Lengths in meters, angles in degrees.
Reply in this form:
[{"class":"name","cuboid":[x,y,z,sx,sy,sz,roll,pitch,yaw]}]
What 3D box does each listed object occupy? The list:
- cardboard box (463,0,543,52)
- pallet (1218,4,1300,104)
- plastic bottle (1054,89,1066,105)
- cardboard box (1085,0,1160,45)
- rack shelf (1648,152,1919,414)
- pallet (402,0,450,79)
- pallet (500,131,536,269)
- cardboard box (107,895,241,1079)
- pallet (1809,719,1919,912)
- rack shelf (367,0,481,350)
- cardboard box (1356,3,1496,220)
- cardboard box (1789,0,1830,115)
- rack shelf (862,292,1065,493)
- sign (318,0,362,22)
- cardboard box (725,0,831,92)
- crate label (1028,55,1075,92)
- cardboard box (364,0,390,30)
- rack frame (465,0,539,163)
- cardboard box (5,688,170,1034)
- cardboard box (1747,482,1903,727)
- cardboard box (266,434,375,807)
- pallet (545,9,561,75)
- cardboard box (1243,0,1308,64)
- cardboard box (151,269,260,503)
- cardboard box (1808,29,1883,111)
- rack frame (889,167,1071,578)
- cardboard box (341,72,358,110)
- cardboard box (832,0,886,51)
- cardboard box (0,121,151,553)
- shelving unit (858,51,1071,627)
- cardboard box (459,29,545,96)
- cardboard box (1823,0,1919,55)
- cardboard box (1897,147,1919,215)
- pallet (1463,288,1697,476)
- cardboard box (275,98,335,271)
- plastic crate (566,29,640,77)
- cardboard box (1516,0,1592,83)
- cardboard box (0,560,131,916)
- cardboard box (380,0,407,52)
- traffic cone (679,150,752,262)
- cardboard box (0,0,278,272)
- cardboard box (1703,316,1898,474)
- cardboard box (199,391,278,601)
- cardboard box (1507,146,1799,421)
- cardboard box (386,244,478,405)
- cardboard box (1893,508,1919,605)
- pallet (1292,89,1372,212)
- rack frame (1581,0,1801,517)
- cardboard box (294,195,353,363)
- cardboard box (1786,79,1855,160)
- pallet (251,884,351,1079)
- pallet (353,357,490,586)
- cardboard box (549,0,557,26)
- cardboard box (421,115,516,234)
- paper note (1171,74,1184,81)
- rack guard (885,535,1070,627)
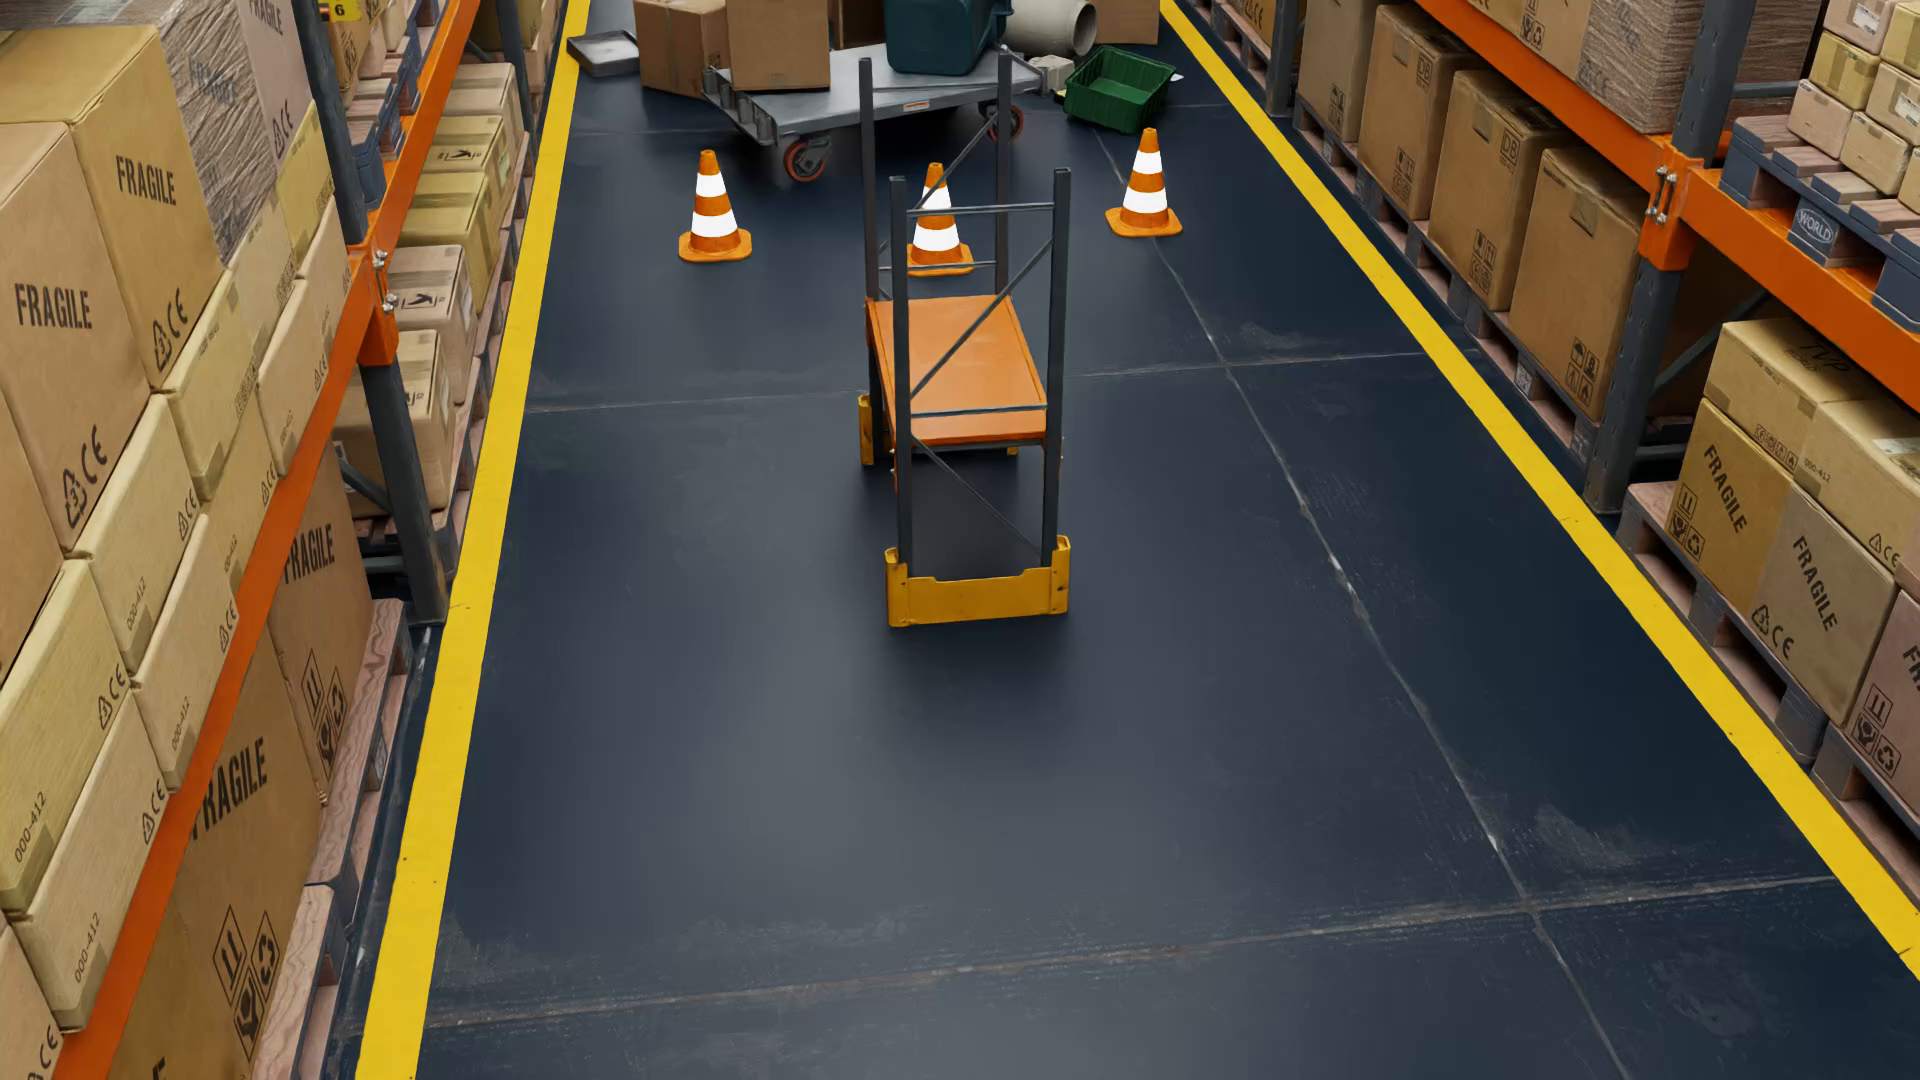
[{"class":"cardboard box","cuboid":[-2.507,-2.892,8.733,0.500,0.500,0.500,-3,34,-4]},{"class":"pallet","cuboid":[2.171,-2.904,9.824,1.003,0.211,1.213,-4,35,-6]},{"class":"plastic bottle","cuboid":[0.663,-2.452,9.294,0.133,0.061,0.283,-24,41,-30]},{"class":"cardboard box","cuboid":[0.970,-3.383,10.268,0.500,0.500,0.500,1,34,2]},{"class":"rack shelf","cuboid":[3.003,0.019,3.697,1.077,0.370,4.000,-4,35,-6]},{"class":"pallet","cuboid":[-2.464,-1.985,6.170,1.003,0.211,1.213,-4,35,-6]},{"class":"pallet","cuboid":[-2.589,-1.608,7.923,1.003,0.211,1.213,-4,35,-6]},{"class":"cardboard box","cuboid":[-1.911,1.130,2.942,0.875,0.875,0.875,-3,34,-5]},{"class":"pallet","cuboid":[2.998,0.874,4.281,1.003,0.211,1.213,-4,35,-6]},{"class":"rack shelf","cuboid":[-2.427,-1.782,6.340,1.077,0.370,4.000,-4,35,-6]},{"class":"cardboard box","cuboid":[2.495,-1.992,7.634,1.050,0.750,0.750,-4,35,-6]},{"class":"cardboard box","cuboid":[2.941,-1.707,5.502,0.500,0.500,0.500,-4,34,-6]},{"class":"rack shelf","cuboid":[-0.011,-0.519,5.499,0.538,0.185,1.000,-4,35,-6]},{"class":"sign","cuboid":[-1.608,-1.485,4.238,0.100,0.325,0.005,-4,35,-6]},{"class":"cardboard box","cuboid":[-0.936,-2.627,8.488,0.500,0.500,0.500,-4,35,-6]},{"class":"crate label","cuboid":[0.518,-2.695,9.583,0.250,0.136,0.298,27,43,34]},{"class":"cardboard box","cuboid":[-2.066,-1.860,5.089,0.500,0.500,0.500,-3,34,-4]},{"class":"rack frame","cuboid":[-2.696,-3.195,7.775,1.000,3.000,0.127,-4,35,-6]},{"class":"cardboard box","cuboid":[-1.541,0.490,2.501,0.500,0.250,0.500,-5,35,-7]},{"class":"cardboard box","cuboid":[2.647,0.160,4.699,0.500,0.500,0.500,-4,34,-6]},{"class":"cardboard box","cuboid":[-2.147,0.133,4.405,0.875,0.875,0.875,-5,35,-7]},{"class":"pallet","cuboid":[-2.988,-3.097,10.107,1.003,0.211,1.213,-4,35,-6]},{"class":"cardboard box","cuboid":[2.181,-3.278,9.411,0.875,0.875,0.875,-4,34,-6]},{"class":"cardboard box","cuboid":[-1.679,-0.287,3.196,0.500,0.250,0.500,-5,35,-8]},{"class":"cardboard box","cuboid":[2.600,-1.302,4.583,0.380,0.149,0.250,-3,34,-4]},{"class":"rack frame","cuboid":[0.057,-0.384,4.981,0.500,1.500,0.032,-4,35,-6]},{"class":"cardboard box","cuboid":[-2.022,-1.388,4.974,0.380,0.149,0.250,-6,35,-9]},{"class":"cardboard box","cuboid":[-0.355,-3.142,9.793,0.797,0.637,0.503,-4,35,-6]},{"class":"cardboard box","cuboid":[-1.631,-0.302,2.554,0.500,0.500,0.500,-5,35,-7]},{"class":"shelving unit","cuboid":[-0.010,-0.662,5.390,0.587,1.500,1.083,-4,35,-6]},{"class":"cardboard box","cuboid":[-2.507,-2.582,8.944,0.500,0.250,0.500,-6,35,-9]},{"class":"cardboard box","cuboid":[2.605,-1.435,4.514,0.380,0.149,0.250,-4,35,-6]},{"class":"cardboard box","cuboid":[2.667,-0.899,4.255,0.380,0.149,0.250,-3,34,-4]},{"class":"pallet","cuboid":[2.703,-0.688,6.572,1.003,0.211,1.213,-4,35,-6]},{"class":"cardboard box","cuboid":[-1.841,-0.857,4.032,0.500,0.250,0.500,-4,35,-7]},{"class":"plastic crate","cuboid":[-2.094,-2.927,9.974,0.402,0.080,0.583,-16,38,-23]},{"class":"cardboard box","cuboid":[2.342,-1.945,5.852,0.500,0.500,0.500,-4,35,-6]},{"class":"cardboard box","cuboid":[-1.539,0.285,2.357,0.500,0.250,0.500,-4,34,-6]},{"class":"cardboard box","cuboid":[-2.029,-1.700,5.431,0.380,0.149,0.250,-4,34,-6]},{"class":"traffic cone","cuboid":[-1.141,-1.561,7.629,0.336,0.463,0.334,-4,35,-6]},{"class":"cardboard box","cuboid":[-1.752,-0.863,3.376,0.500,0.500,0.500,-4,34,-6]},{"class":"cardboard box","cuboid":[2.587,-0.442,4.915,0.500,0.250,0.500,-6,35,-9]},{"class":"cardboard box","cuboid":[-1.696,-0.072,3.326,0.500,0.250,0.500,-5,35,-7]},{"class":"cardboard box","cuboid":[2.741,-0.985,6.156,1.050,0.750,0.750,-5,35,-7]},{"class":"cardboard box","cuboid":[-2.331,-0.778,6.188,0.950,0.372,0.625,-5,35,-7]},{"class":"cardboard box","cuboid":[2.709,0.119,4.093,0.500,0.250,0.500,-4,34,-6]},{"class":"pallet","cuboid":[2.374,-2.049,8.570,1.003,0.211,1.213,-4,35,-6]},{"class":"rack frame","cuboid":[2.734,-1.394,5.132,1.000,3.000,0.127,-4,35,-6]},{"class":"cardboard box","cuboid":[-1.832,-0.638,4.156,0.500,0.250,0.500,-6,35,-8]},{"class":"cardboard box","cuboid":[2.594,-1.199,4.696,0.380,0.149,0.250,-5,35,-7]},{"class":"pallet","cuboid":[-1.965,1.314,3.634,1.003,0.211,1.213,-4,35,-6]},{"class":"pallet","cuboid":[-2.261,-0.247,5.925,1.003,0.211,1.213,-4,35,-6]},{"class":"cardboard box","cuboid":[-2.664,-3.175,9.814,0.500,0.250,0.500,-5,35,-7]},{"class":"cardboard box","cuboid":[-2.522,-1.589,7.379,0.950,0.372,0.625,-2,34,-3]},{"class":"paper note","cuboid":[1.208,-2.706,9.694,0.142,0.020,0.147,27,43,34]},{"class":"rack guard","cuboid":[0.057,0.132,5.334,0.587,0.250,0.087,-4,35,-6]}]
